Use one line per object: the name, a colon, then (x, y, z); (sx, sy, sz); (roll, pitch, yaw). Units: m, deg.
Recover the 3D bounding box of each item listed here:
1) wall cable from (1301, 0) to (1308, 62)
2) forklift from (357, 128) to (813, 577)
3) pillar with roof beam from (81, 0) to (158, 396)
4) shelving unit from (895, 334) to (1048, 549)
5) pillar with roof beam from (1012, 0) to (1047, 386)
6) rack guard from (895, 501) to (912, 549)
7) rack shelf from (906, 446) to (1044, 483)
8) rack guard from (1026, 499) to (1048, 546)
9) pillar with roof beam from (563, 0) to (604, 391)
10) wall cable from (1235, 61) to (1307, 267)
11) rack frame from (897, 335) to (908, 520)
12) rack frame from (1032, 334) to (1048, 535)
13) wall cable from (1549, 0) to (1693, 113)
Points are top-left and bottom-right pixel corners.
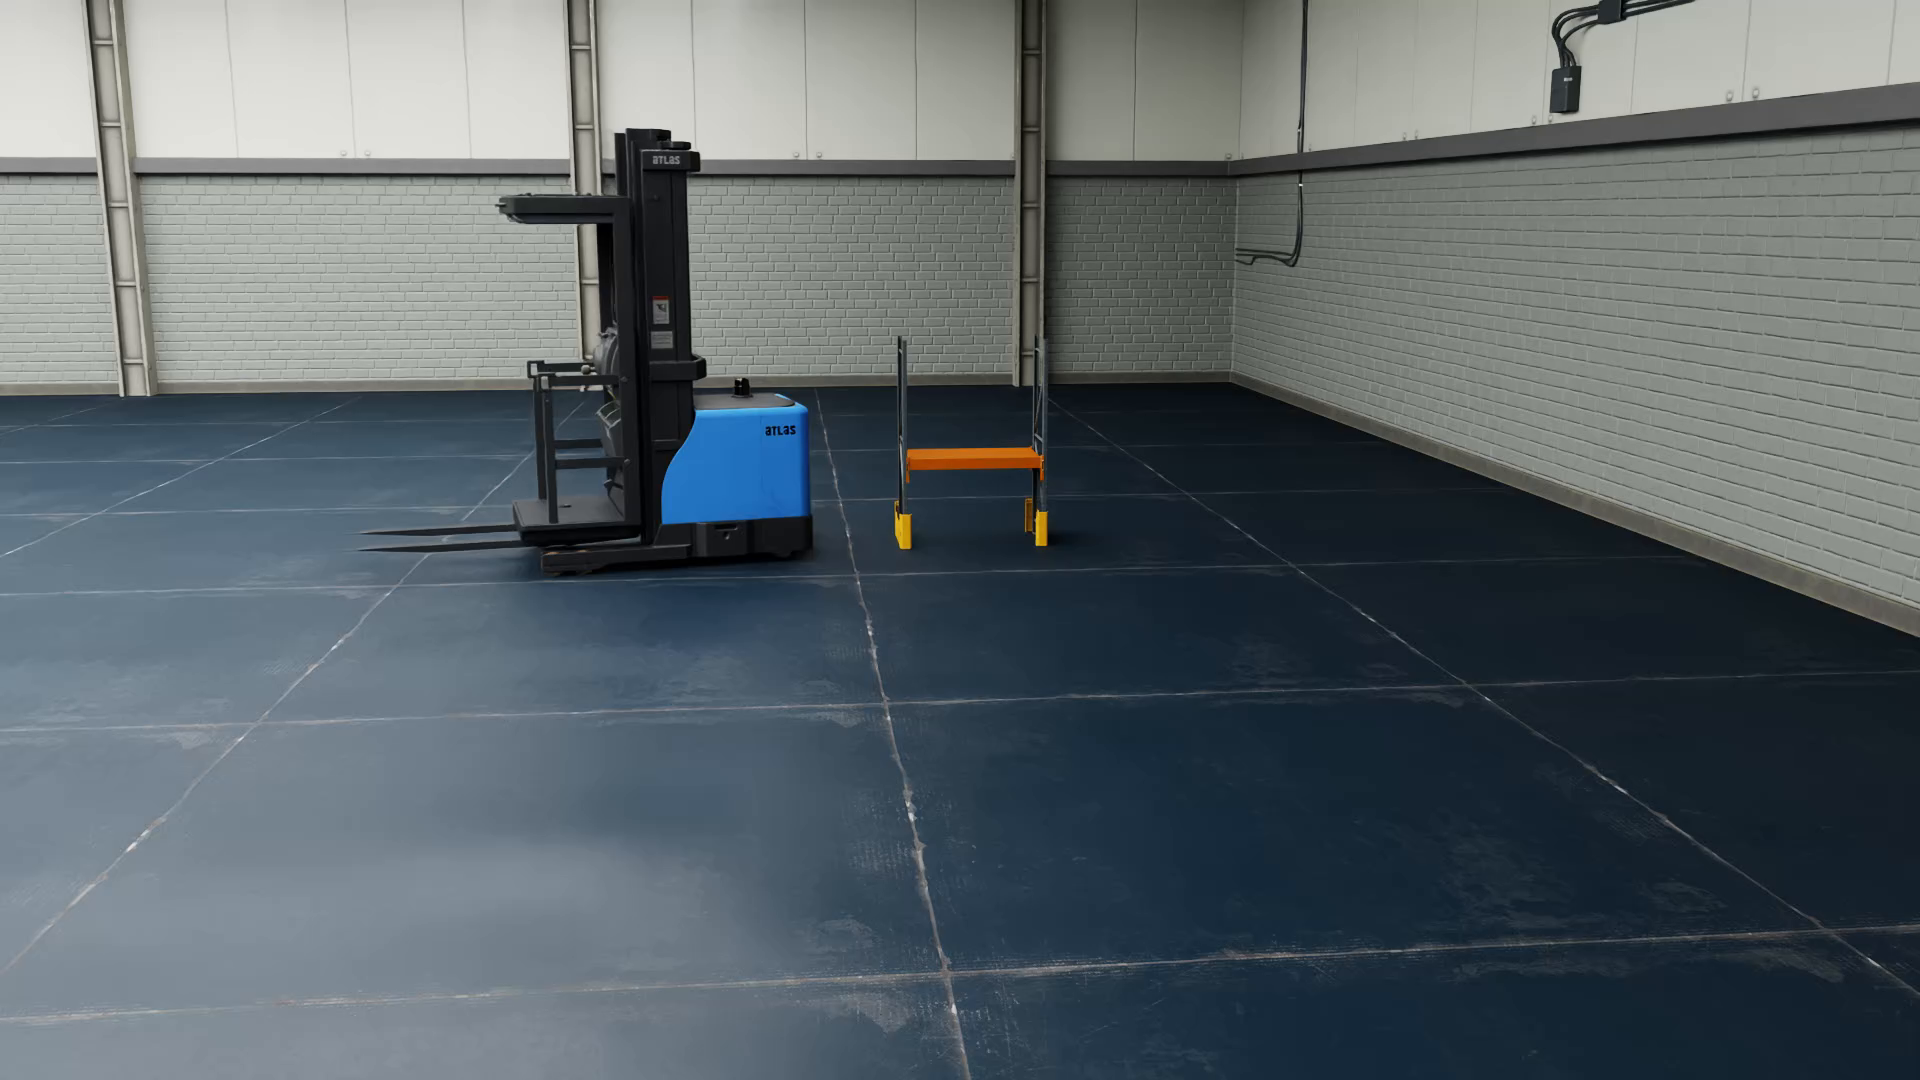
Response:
wall cable: (4.322, -6.849, 18.833); (0.112, 2.526, 3.097); (-1, 11, -6)
forklift: (-2.611, -1.307, 11.419); (3.031, 2.935, 1.130); (-4, 12, -18)
pillar with roof beam: (-10.507, -5.530, 17.167); (0.400, 9.000, 9.100); (-1, 11, -6)
shelving unit: (0.076, -0.738, 12.231); (1.083, 1.500, 0.587); (-1, 11, -6)
pillar with roof beam: (1.423, -5.779, 18.438); (0.400, 9.000, 9.100); (-1, 11, -6)
rack guard: (-0.419, -0.114, 12.299); (0.087, 0.250, 0.587); (-1, 11, -6)
rack shelf: (0.085, -0.561, 12.267); (1.000, 0.185, 0.538); (-1, 11, -6)
rack guard: (0.571, -0.135, 12.405); (0.087, 0.250, 0.587); (-1, 11, -6)
pillar with roof beam: (-4.542, -5.655, 17.802); (0.400, 9.000, 9.100); (-1, 11, -6)
wall cable: (4.029, -4.889, 21.959); (0.112, 2.526, 3.097); (-1, 11, -6)
rack frame: (-0.421, -0.727, 12.179); (0.032, 1.500, 0.500); (-1, 11, -6)
rack frame: (0.590, -0.748, 12.286); (0.032, 1.500, 0.500); (-1, 11, -6)
wall cable: (5.039, -6.261, 12.070); (0.169, 6.003, 2.305); (-1, 11, -6)
